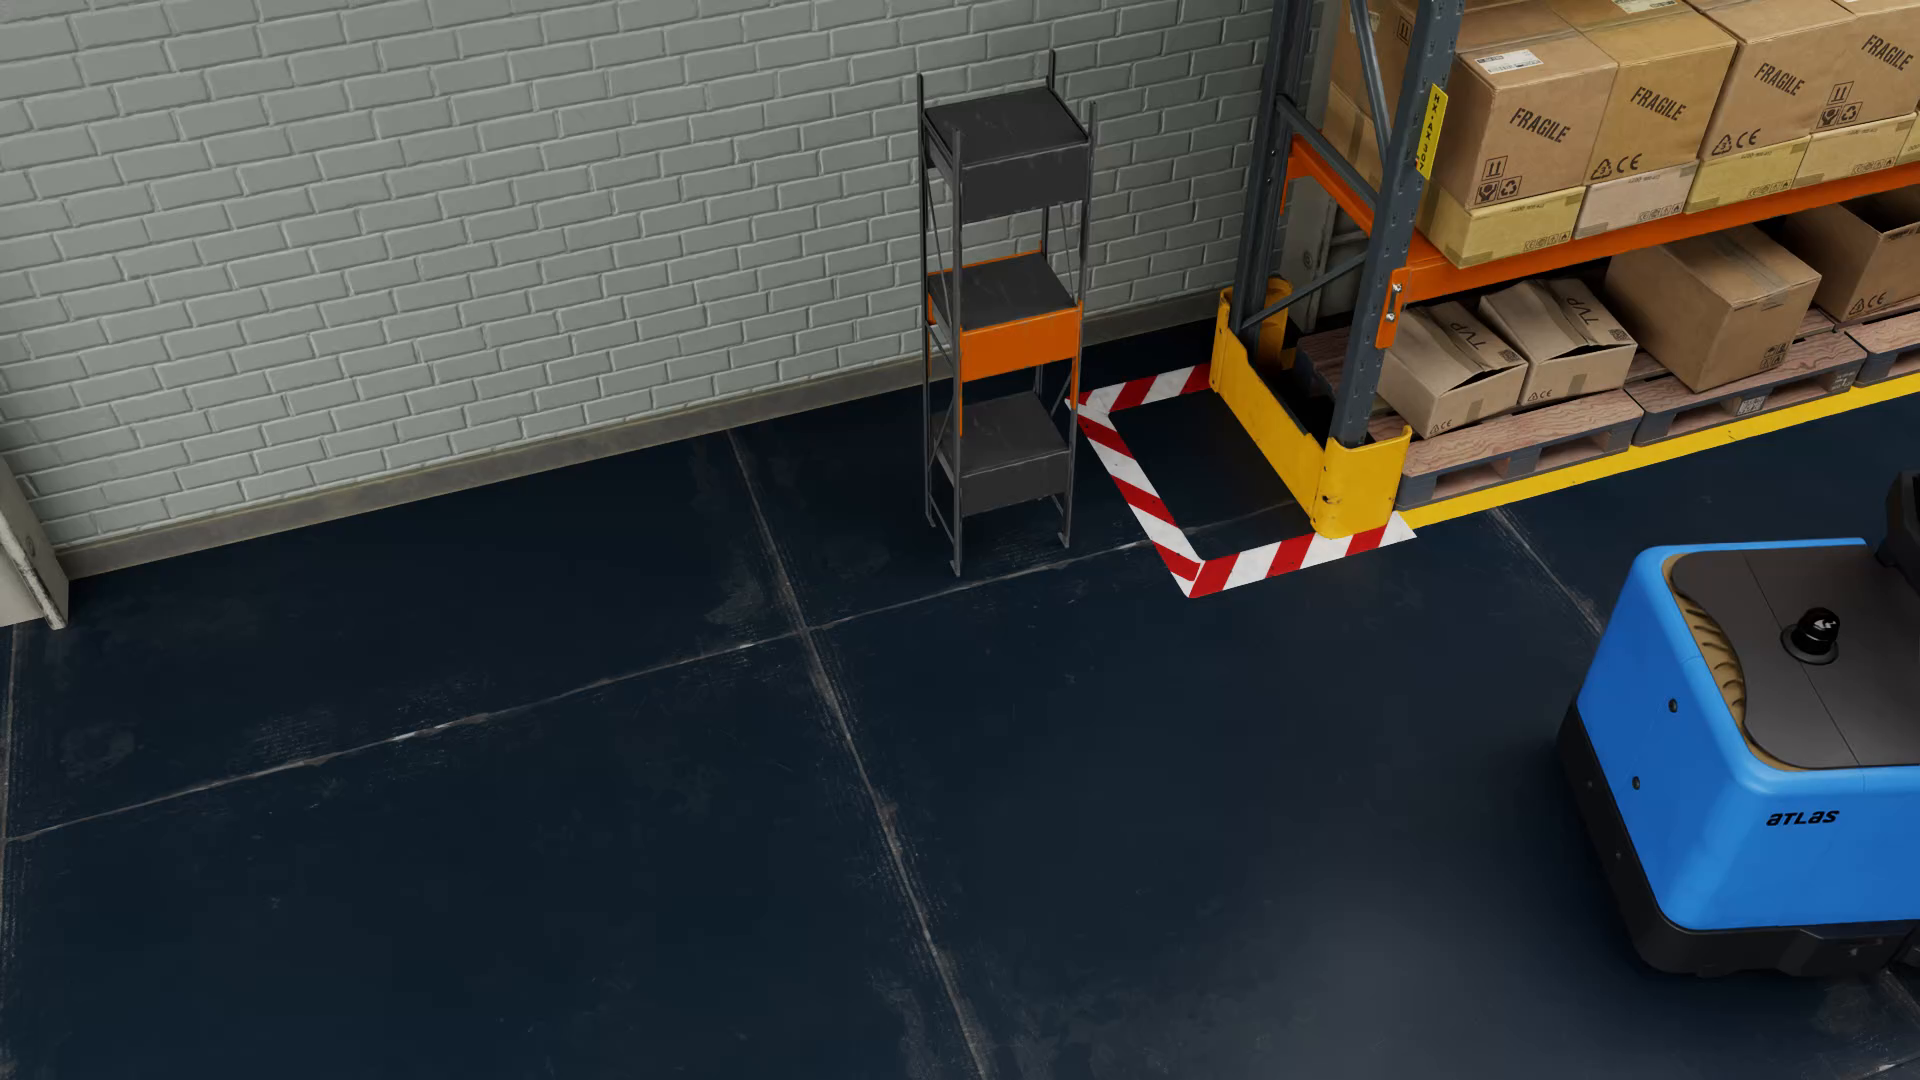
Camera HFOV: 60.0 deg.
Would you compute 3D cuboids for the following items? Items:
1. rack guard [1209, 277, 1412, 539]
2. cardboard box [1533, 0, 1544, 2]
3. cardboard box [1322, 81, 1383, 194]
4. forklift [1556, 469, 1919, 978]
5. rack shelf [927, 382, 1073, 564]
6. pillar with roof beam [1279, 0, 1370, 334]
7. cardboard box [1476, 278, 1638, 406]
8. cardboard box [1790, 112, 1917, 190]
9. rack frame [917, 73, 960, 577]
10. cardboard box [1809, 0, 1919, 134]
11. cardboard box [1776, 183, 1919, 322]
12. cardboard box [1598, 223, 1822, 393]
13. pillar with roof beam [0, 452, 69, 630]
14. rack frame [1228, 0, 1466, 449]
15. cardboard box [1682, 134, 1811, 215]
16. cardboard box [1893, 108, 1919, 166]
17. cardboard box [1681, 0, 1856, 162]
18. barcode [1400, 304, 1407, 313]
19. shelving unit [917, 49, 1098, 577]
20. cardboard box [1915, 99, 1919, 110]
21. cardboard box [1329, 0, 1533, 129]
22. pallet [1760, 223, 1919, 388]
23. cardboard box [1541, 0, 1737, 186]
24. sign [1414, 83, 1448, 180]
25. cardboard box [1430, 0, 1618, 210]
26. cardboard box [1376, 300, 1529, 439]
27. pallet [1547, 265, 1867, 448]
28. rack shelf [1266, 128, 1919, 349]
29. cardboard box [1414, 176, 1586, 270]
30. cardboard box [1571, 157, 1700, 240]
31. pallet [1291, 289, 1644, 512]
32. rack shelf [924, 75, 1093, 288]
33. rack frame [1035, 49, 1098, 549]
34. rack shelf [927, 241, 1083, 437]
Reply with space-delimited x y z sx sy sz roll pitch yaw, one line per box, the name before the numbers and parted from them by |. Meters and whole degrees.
rack guard | 1.508 -0.598 7.302 0.348 0.500 1.175 -14 47 -14
cardboard box | 2.284 -2.051 6.548 0.500 0.500 0.500 -14 47 -13
cardboard box | 1.810 -1.658 6.686 0.500 0.250 0.500 -14 47 -13
forklift | 3.756 0.025 4.965 3.031 2.935 1.130 -2 45 -2
rack shelf | 0.156 -0.277 6.861 0.480 0.518 0.431 -14 47 -14
pillar with roof beam | 3.263 -1.457 2.158 0.400 9.000 9.100 -14 47 -14
cardboard box | 2.654 -0.912 7.438 0.500 0.311 0.500 -11 46 -11
cardboard box | 3.444 -1.695 6.723 0.500 0.250 0.500 -14 47 -14
rack frame | -0.074 -0.722 6.297 0.015 2.100 0.400 -14 47 -14
cardboard box | 3.425 -1.960 6.457 0.500 0.500 0.500 -13 47 -13
cardboard box | 4.236 -1.421 7.812 0.500 0.500 0.500 -18 48 -17
cardboard box | 3.361 -1.122 7.514 0.500 0.500 0.700 -17 48 -16
pillar with roof beam | -2.381 -0.014 0.720 0.400 9.000 9.100 -14 47 -14
rack frame | 1.437 -1.462 6.399 0.127 3.000 1.000 -14 47 -14
cardboard box | 2.968 -1.575 6.603 0.500 0.250 0.500 -15 47 -14
cardboard box | 3.917 -1.817 6.844 0.500 0.250 0.500 -15 47 -14
cardboard box | 2.944 -1.828 6.326 0.500 0.500 0.500 -16 47 -15
barcode | 1.999 -1.049 7.568 0.075 0.075 0.001 -14 47 -14
shelving unit | 0.156 -0.781 6.355 0.503 2.100 0.431 -14 47 -14
cardboard box | 3.914 -2.086 6.582 0.500 0.500 0.500 -16 47 -15
cardboard box | 1.808 -1.936 6.433 0.500 0.500 0.500 -15 47 -14
pallet | 4.579 -1.255 8.161 1.213 0.211 1.003 -14 47 -14
cardboard box | 2.456 -1.708 6.206 0.500 0.500 0.500 -14 47 -14
sign | 1.621 -1.406 5.732 0.005 0.325 0.100 -14 47 -14
cardboard box | 1.988 -1.596 6.094 0.500 0.500 0.500 -14 47 -14
cardboard box | 2.118 -0.775 7.301 0.500 0.311 0.500 -19 48 -18
pallet | 3.430 -0.959 7.866 1.213 0.211 1.003 -14 47 -14
rack shelf | 3.318 -1.689 7.133 4.000 0.370 1.077 -14 47 -14
cardboard box | 2.003 -1.322 6.351 0.500 0.250 0.500 -16 47 -15
cardboard box | 2.487 -1.457 6.485 0.500 0.250 0.500 -16 47 -15
pallet | 2.284 -0.668 7.576 1.213 0.211 1.003 -14 47 -14
rack shelf | 0.156 -1.266 5.869 0.480 0.518 0.431 -14 47 -14
rack frame | 0.385 -0.840 6.414 0.015 2.100 0.400 -14 47 -14
rack shelf | 0.156 -0.771 6.365 0.480 0.518 0.431 -14 47 -14
